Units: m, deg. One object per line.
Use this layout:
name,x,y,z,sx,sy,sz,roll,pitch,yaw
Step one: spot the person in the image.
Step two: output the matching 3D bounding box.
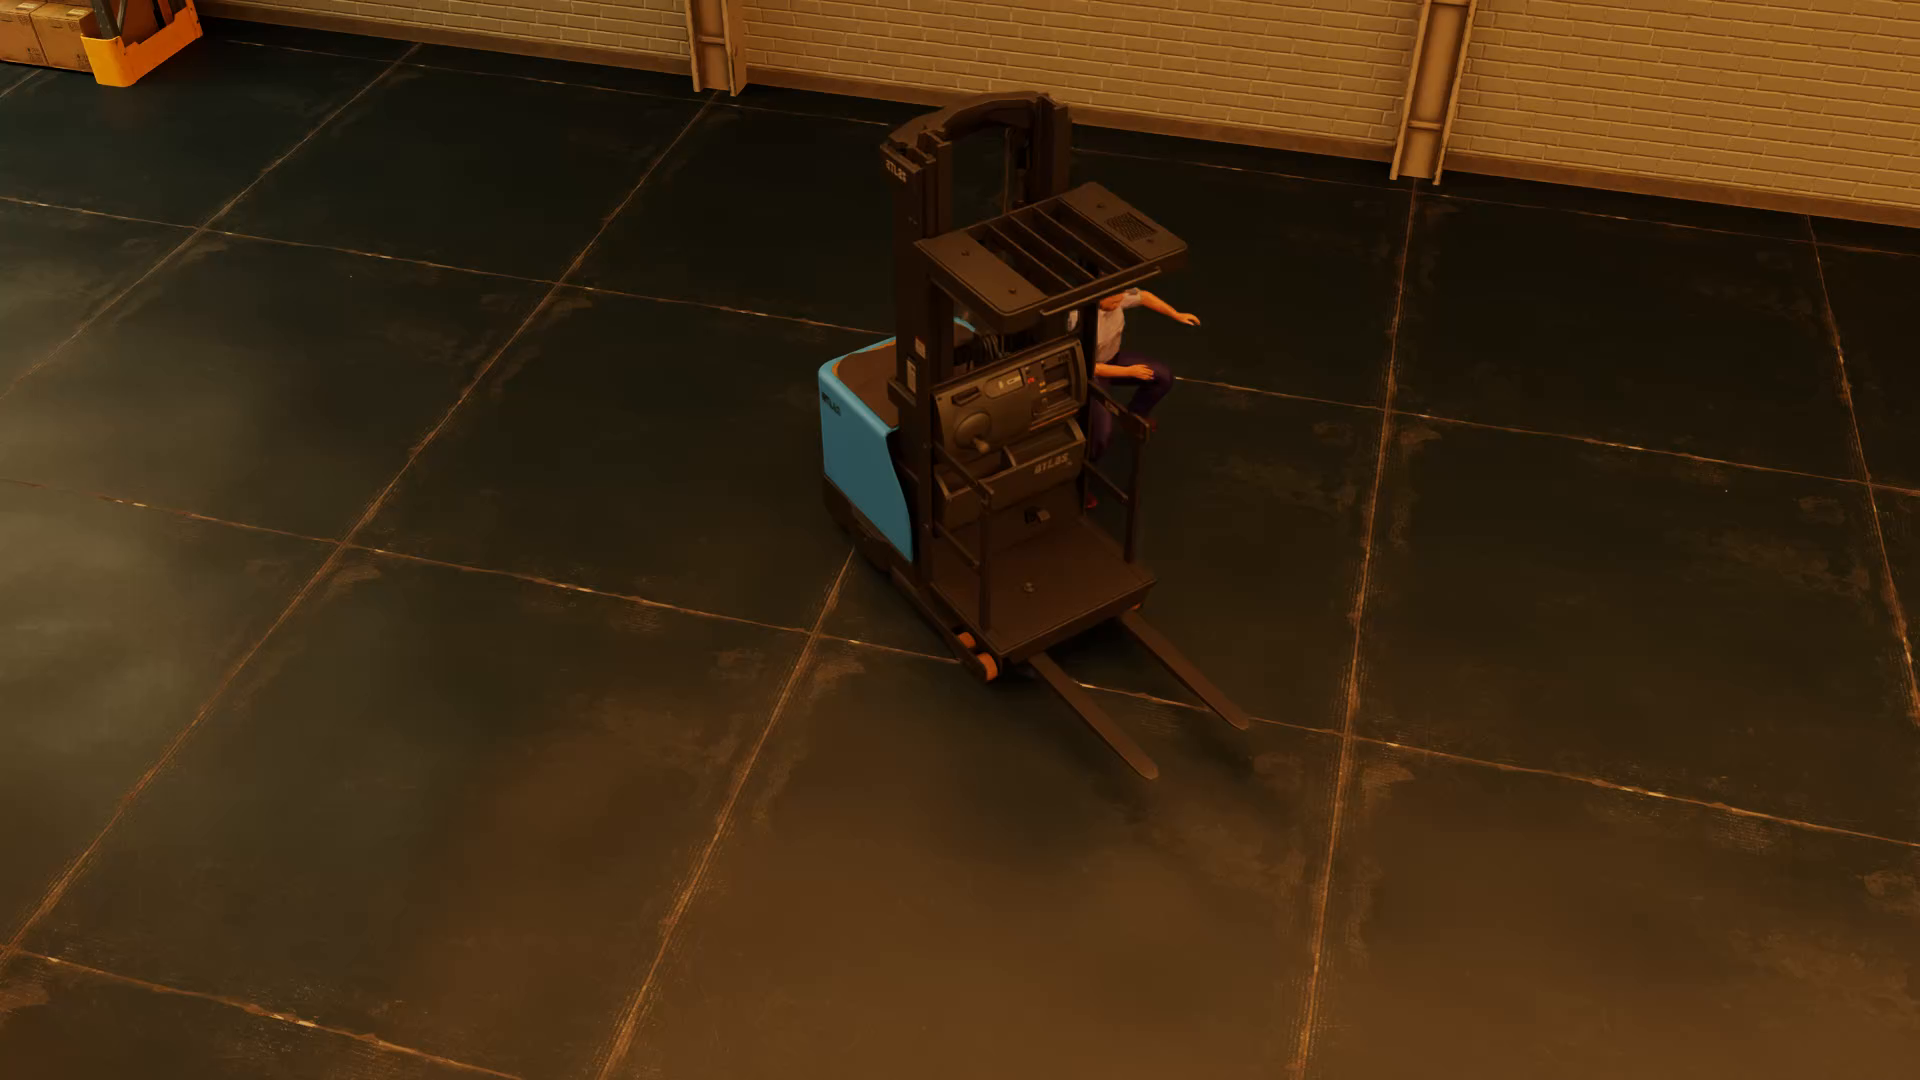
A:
person,0.963,-1.017,10.151,0.694,1.397,1.009,32,50,31

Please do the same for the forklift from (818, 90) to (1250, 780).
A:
forklift,0.395,-0.678,8.635,1.130,2.935,3.031,-24,47,-25
